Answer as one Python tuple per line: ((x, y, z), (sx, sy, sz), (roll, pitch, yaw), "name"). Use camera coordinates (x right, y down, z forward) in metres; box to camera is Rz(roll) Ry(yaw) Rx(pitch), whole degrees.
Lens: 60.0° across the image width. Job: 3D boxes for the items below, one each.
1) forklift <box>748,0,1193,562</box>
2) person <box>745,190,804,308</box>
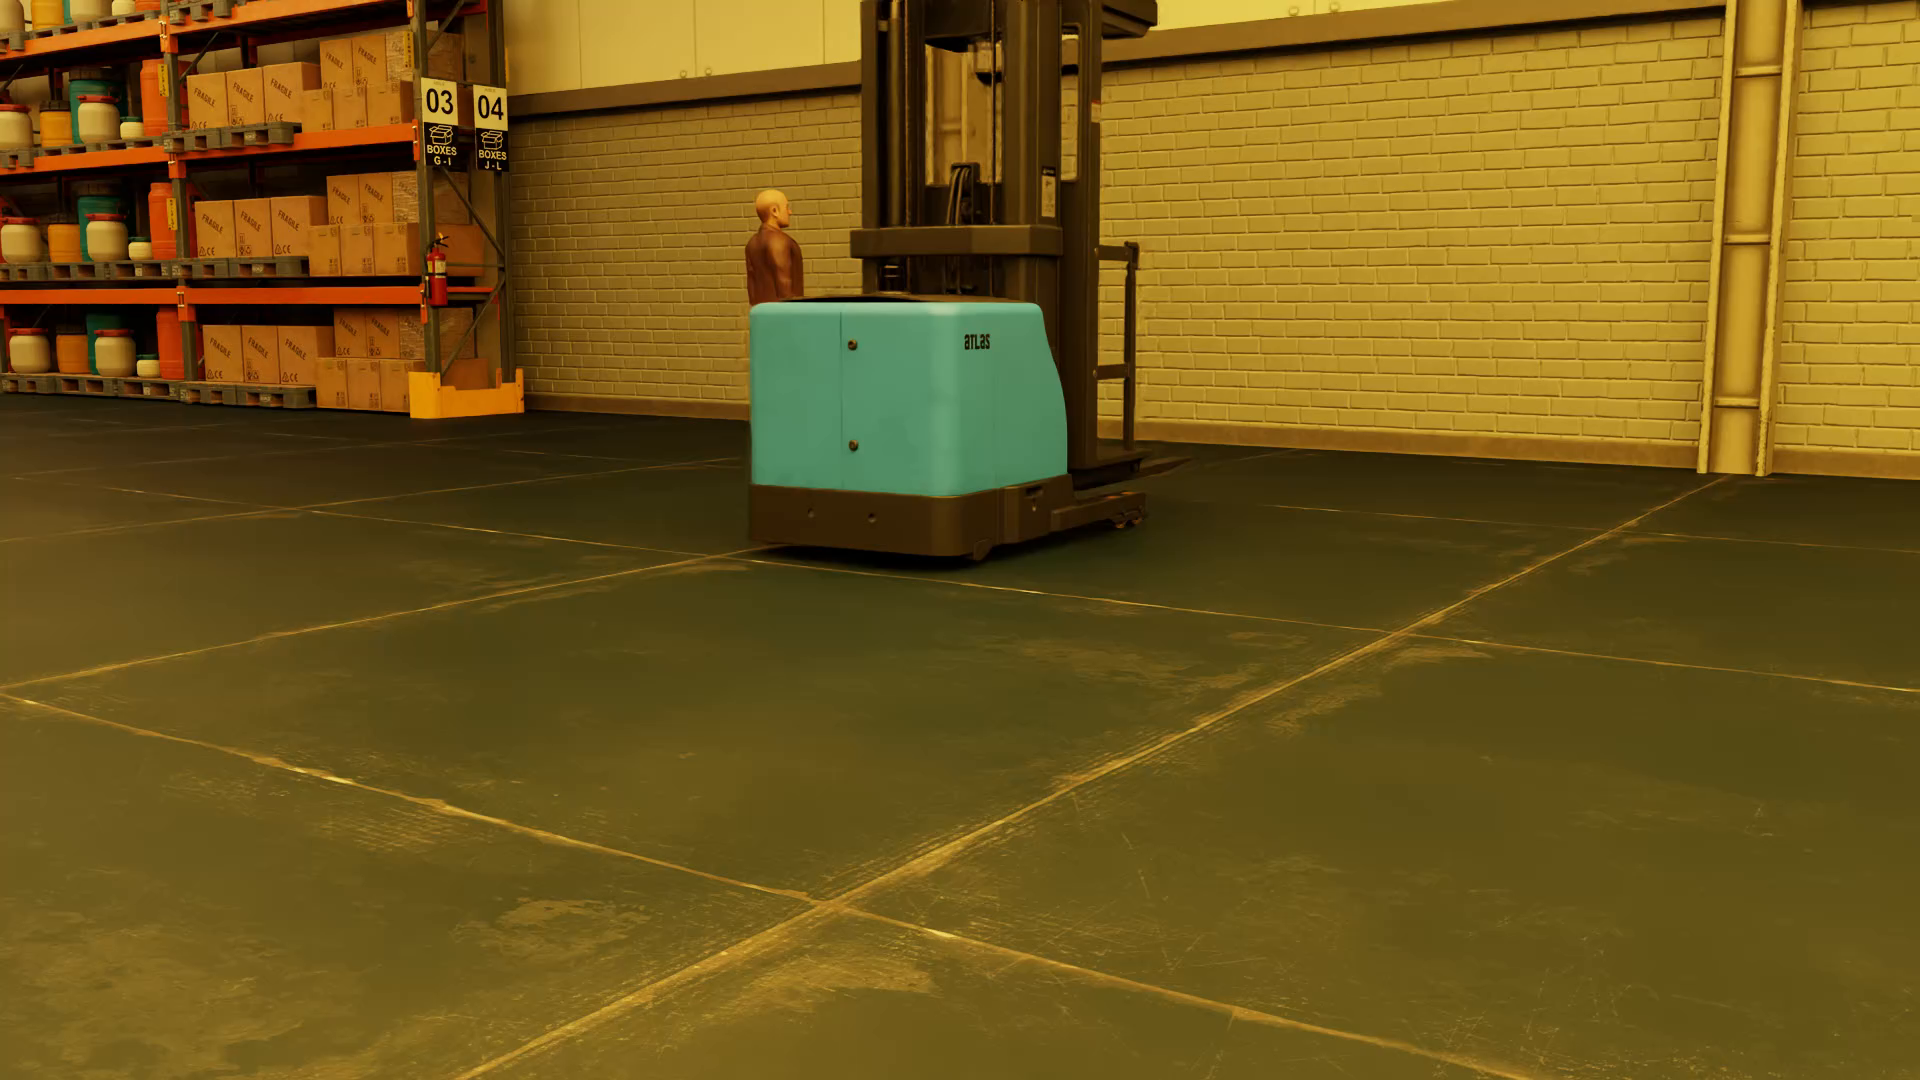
((0.260, -1.530, 7.951), (1.130, 2.935, 3.031), (5, 9, 29), "forklift")
((-1.128, -1.331, 10.635), (0.393, 1.782, 0.551), (-5, 9, -29), "person")
